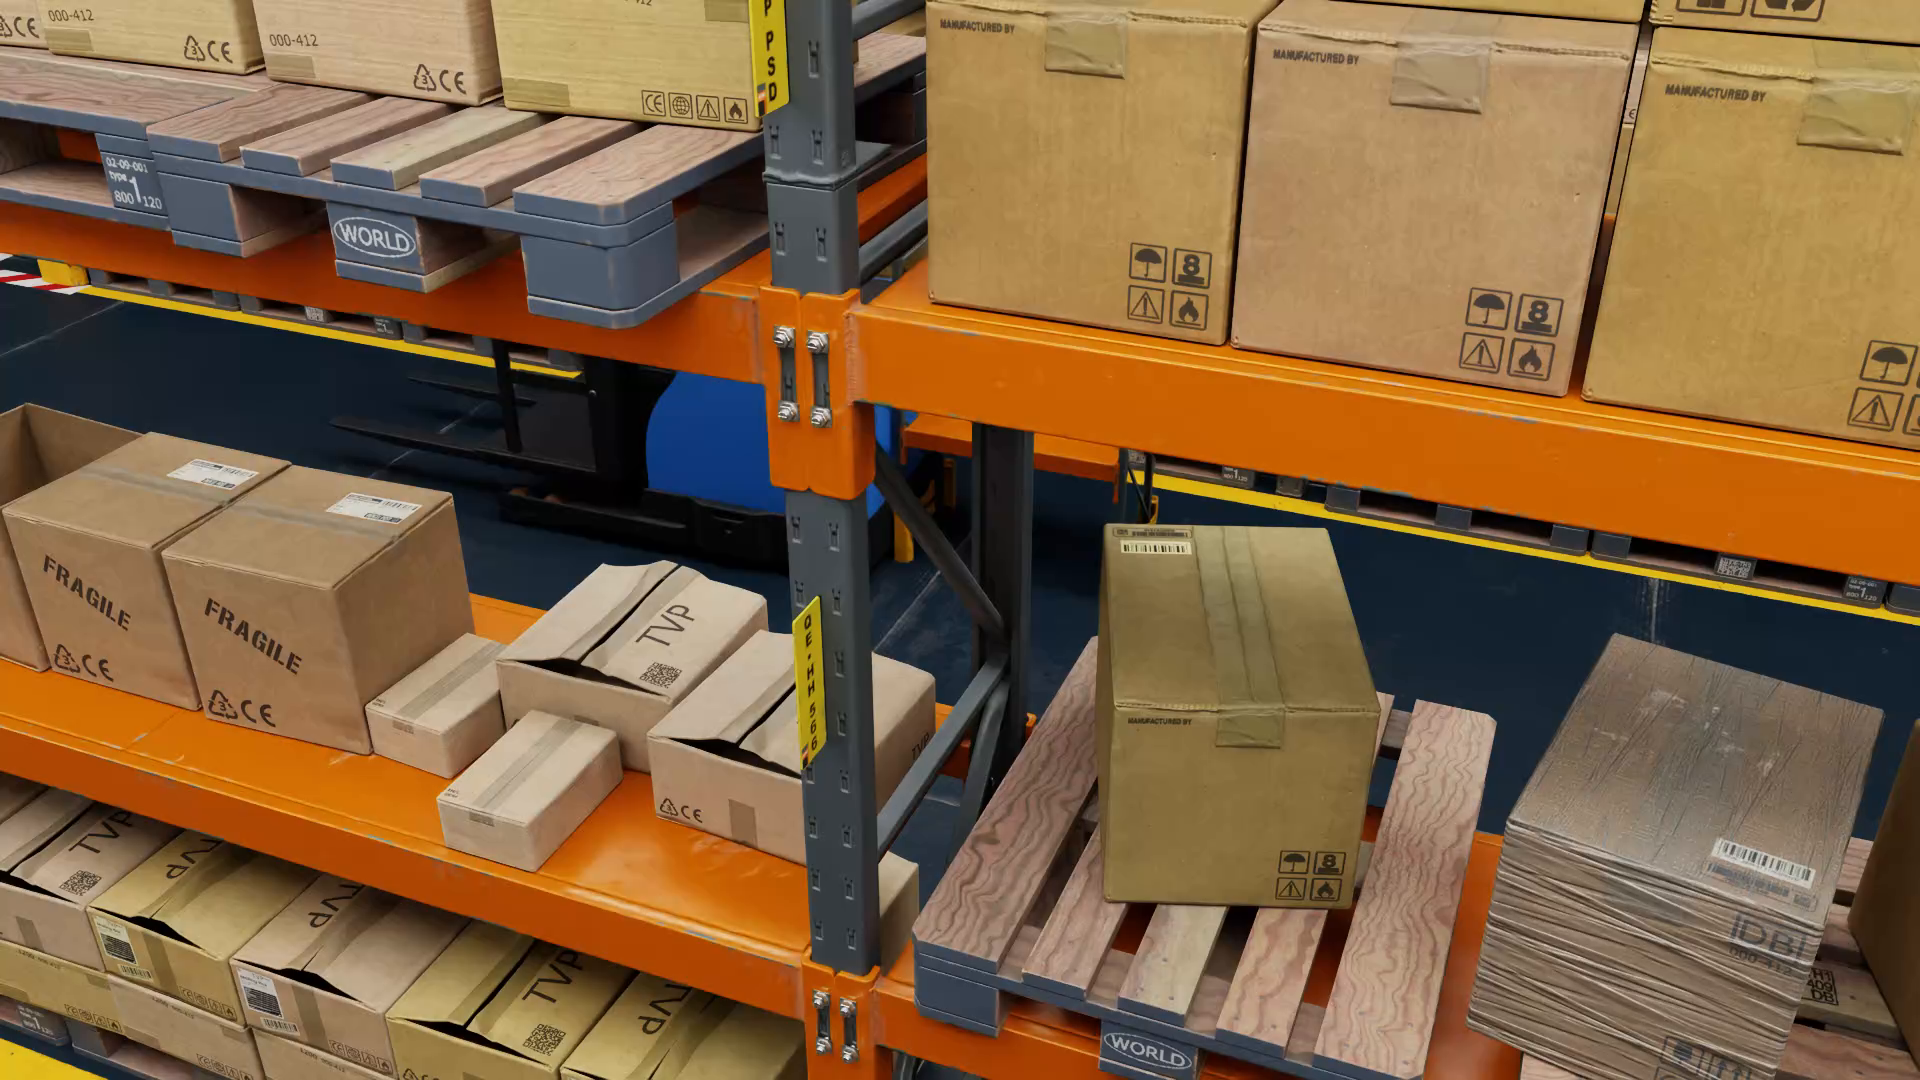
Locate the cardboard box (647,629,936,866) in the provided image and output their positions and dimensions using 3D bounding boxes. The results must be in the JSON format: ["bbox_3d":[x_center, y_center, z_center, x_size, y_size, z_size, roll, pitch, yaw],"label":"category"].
[{"bbox_3d":[-0.390,0.467,3.965,0.500,0.311,0.500,13,32,22],"label":"cardboard box"}]

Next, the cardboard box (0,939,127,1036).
[{"bbox_3d":[-2.542,1.167,5.004,0.500,0.250,0.500,10,31,18],"label":"cardboard box"}]

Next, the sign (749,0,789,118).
[{"bbox_3d":[-0.286,-0.798,2.459,0.005,0.325,0.100,11,31,19],"label":"sign"}]

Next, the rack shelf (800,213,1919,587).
[{"bbox_3d":[1.783,-0.107,2.573,4.000,0.370,1.077,11,31,19],"label":"rack shelf"}]

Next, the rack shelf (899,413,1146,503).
[{"bbox_3d":[0.294,-0.442,7.373,1.000,0.185,0.538,11,31,18],"label":"rack shelf"}]

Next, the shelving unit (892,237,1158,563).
[{"bbox_3d":[0.302,-0.597,7.282,1.083,1.500,0.587,11,31,18],"label":"shelving unit"}]

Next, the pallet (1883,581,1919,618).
[{"bbox_3d":[4.752,0.102,7.355,1.213,0.211,1.003,11,31,19],"label":"pallet"}]

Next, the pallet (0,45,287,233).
[{"bbox_3d":[-1.770,-0.998,3.611,1.213,0.211,1.003,13,32,21],"label":"pallet"}]

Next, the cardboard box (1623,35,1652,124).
[{"bbox_3d":[2.611,-1.951,6.967,0.500,0.250,0.500,11,31,18],"label":"cardboard box"}]

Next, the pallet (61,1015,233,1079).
[{"bbox_3d":[-1.945,1.333,5.177,1.213,0.211,1.003,11,31,19],"label":"pallet"}]

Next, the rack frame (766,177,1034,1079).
[{"bbox_3d":[-0.070,0.516,3.789,0.127,3.000,1.000,11,31,19],"label":"rack frame"}]

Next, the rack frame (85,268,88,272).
[{"bbox_3d":[-5.624,-3.224,10.405,0.127,3.000,1.000,11,31,19],"label":"rack frame"}]

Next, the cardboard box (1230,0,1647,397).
[{"bbox_3d":[0.820,-0.674,2.744,0.500,0.500,0.910,11,31,19],"label":"cardboard box"}]

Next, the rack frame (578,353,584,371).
[{"bbox_3d":[-1.917,-2.484,9.096,0.127,3.000,1.000,11,31,19],"label":"rack frame"}]

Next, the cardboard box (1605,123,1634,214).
[{"bbox_3d":[2.625,-1.618,7.139,0.500,0.500,0.500,12,32,21],"label":"cardboard box"}]

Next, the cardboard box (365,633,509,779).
[{"bbox_3d":[-1.273,0.415,4.223,0.250,0.149,0.380,14,32,23],"label":"cardboard box"}]

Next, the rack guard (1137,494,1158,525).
[{"bbox_3d":[0.766,0.036,7.431,0.087,0.250,0.587,11,31,18],"label":"rack guard"}]

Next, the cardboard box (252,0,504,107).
[{"bbox_3d":[-1.004,-1.055,3.245,0.500,0.250,0.500,12,32,20],"label":"cardboard box"}]

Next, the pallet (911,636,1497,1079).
[{"bbox_3d":[0.585,0.693,3.671,1.003,0.211,1.213,11,31,19],"label":"pallet"}]

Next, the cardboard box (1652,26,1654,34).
[{"bbox_3d":[3.260,-2.092,7.217,0.500,0.250,0.500,10,31,18],"label":"cardboard box"}]

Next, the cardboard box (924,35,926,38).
[{"bbox_3d":[0.187,-2.281,8.189,0.500,0.500,0.700,11,31,19],"label":"cardboard box"}]

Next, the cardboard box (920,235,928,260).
[{"bbox_3d":[0.119,-1.510,8.704,0.500,0.250,0.500,11,31,19],"label":"cardboard box"}]

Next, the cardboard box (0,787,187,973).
[{"bbox_3d":[-2.545,0.926,4.861,0.500,0.311,0.500,10,31,17],"label":"cardboard box"}]

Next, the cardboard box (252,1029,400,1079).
[{"bbox_3d":[-1.593,1.356,4.671,0.500,0.250,0.500,12,32,20],"label":"cardboard box"}]

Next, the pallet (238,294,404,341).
[{"bbox_3d":[-3.687,-1.603,10.371,1.213,0.211,1.003,11,31,19],"label":"pallet"}]

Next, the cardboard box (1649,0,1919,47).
[{"bbox_3d":[1.277,-0.997,2.299,0.500,0.500,0.500,11,31,19],"label":"cardboard box"}]

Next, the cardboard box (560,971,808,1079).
[{"bbox_3d":[-0.648,1.301,4.197,0.500,0.311,0.500,12,32,20],"label":"cardboard box"}]

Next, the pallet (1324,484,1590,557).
[{"bbox_3d":[2.491,-0.349,8.154,1.213,0.211,1.003,11,31,19],"label":"pallet"}]

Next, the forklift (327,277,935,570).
[{"bbox_3d":[-1.646,-1.555,7.523,3.031,2.935,1.130,11,31,18],"label":"forklift"}]

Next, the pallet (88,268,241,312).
[{"bbox_3d":[-4.814,-1.829,10.772,1.213,0.211,1.003,11,31,19],"label":"pallet"}]

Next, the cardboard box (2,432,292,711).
[{"bbox_3d":[-2.119,0.072,4.473,0.500,0.500,0.500,11,31,19],"label":"cardboard box"}]

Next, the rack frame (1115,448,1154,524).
[{"bbox_3d":[0.768,-0.507,7.124,0.032,1.500,0.500,11,31,18],"label":"rack frame"}]

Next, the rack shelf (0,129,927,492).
[{"bbox_3d":[-1.923,-0.847,3.883,4.000,0.370,1.077,11,31,19],"label":"rack shelf"}]

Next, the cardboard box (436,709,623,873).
[{"bbox_3d":[-1.007,0.585,3.922,0.250,0.149,0.380,11,31,19],"label":"cardboard box"}]

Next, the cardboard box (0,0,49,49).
[{"bbox_3d":[-2.028,-1.266,3.619,0.500,0.250,0.500,9,31,15],"label":"cardboard box"}]

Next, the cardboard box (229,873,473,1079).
[{"bbox_3d":[-1.598,1.113,4.529,0.500,0.311,0.500,11,31,19],"label":"cardboard box"}]

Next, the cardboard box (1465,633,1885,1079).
[{"bbox_3d":[1.332,0.611,3.093,0.500,0.500,0.700,18,34,28],"label":"cardboard box"}]
